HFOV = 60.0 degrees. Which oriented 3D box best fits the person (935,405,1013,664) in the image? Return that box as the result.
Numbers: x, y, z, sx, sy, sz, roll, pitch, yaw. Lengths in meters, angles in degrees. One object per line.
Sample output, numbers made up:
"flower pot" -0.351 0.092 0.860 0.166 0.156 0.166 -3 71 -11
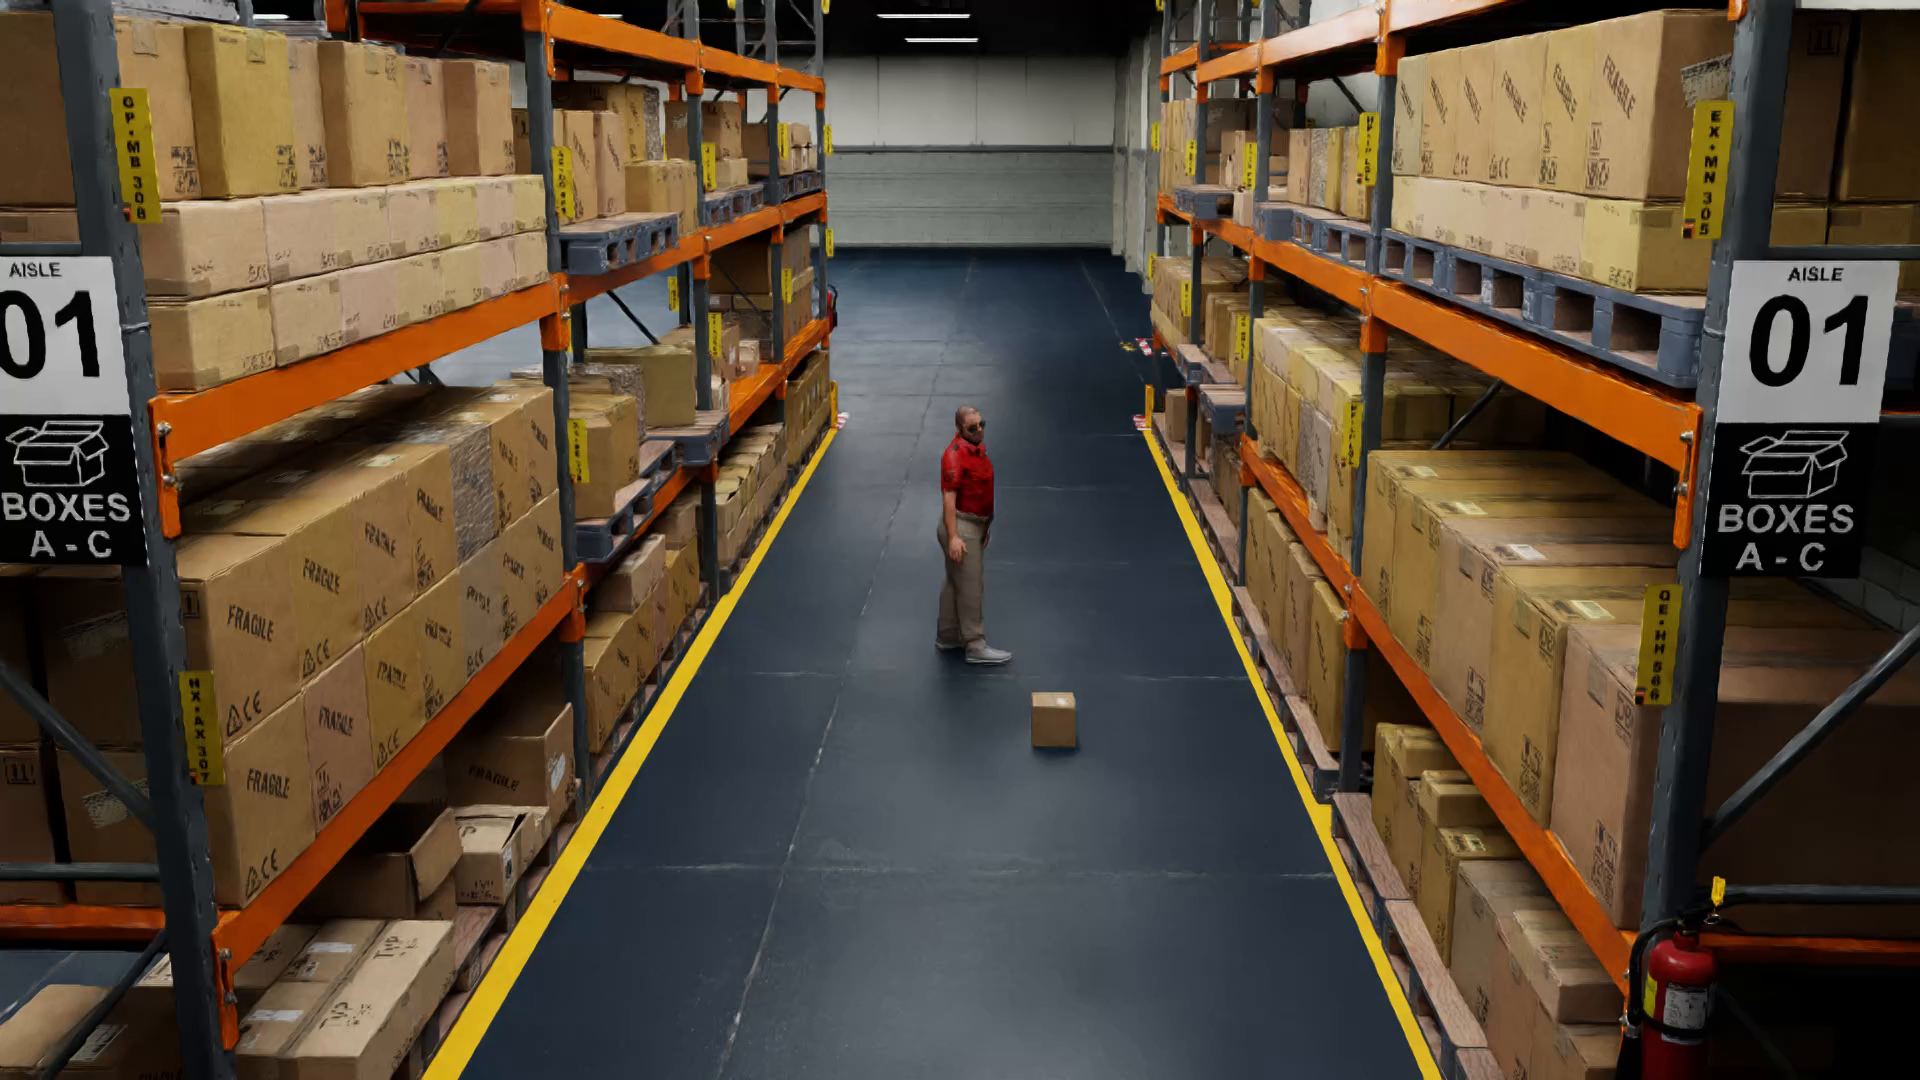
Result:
"person" 0.091 -0.045 11.122 0.599 1.721 0.666 3 14 13
